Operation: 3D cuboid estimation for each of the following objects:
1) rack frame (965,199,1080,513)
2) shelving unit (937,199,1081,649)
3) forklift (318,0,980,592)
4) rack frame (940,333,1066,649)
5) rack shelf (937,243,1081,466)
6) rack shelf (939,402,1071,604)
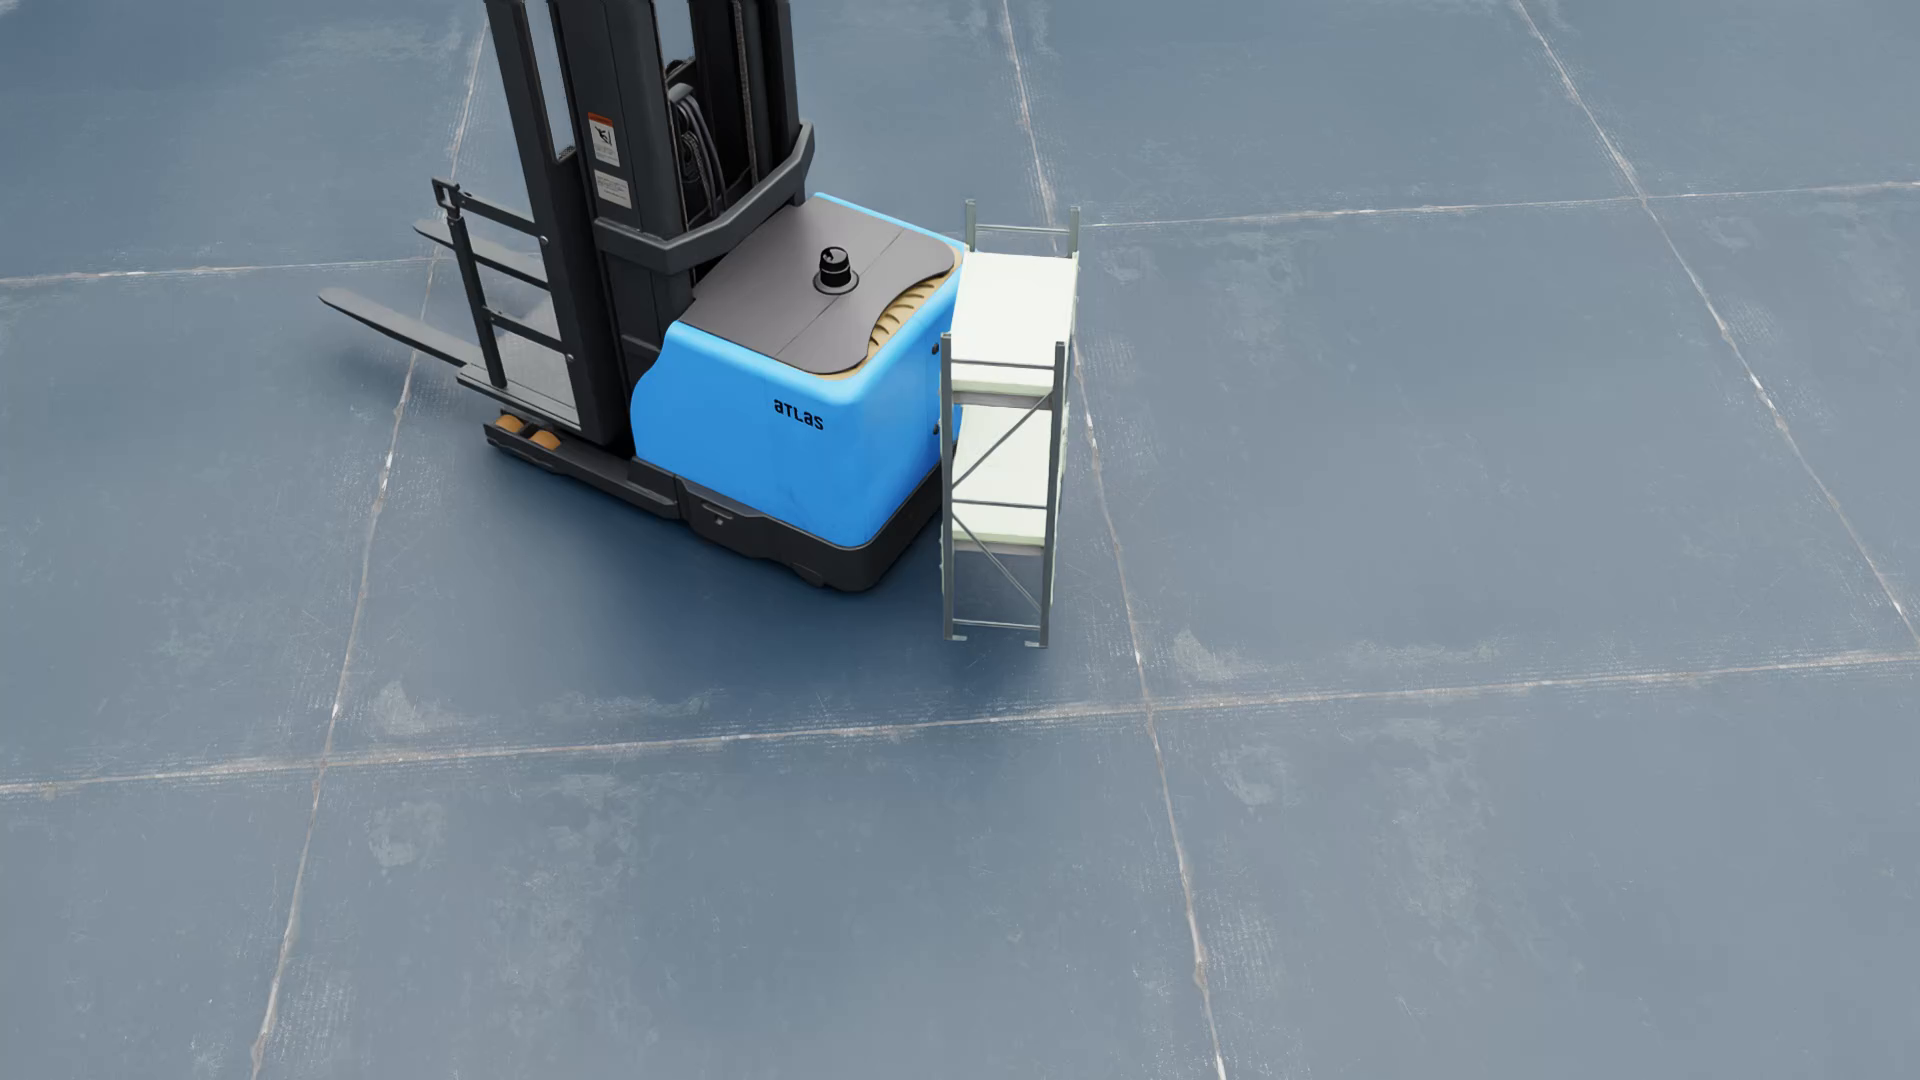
[{"bbox_3d":[0.219,-0.651,6.334,0.400,1.500,0.023,5,47,4],"label":"rack frame"},{"bbox_3d":[0.178,-0.387,6.084,0.431,1.500,0.755,5,47,4],"label":"shelving unit"},{"bbox_3d":[-1.421,-1.613,6.259,3.031,2.935,1.130,23,51,20],"label":"forklift"},{"bbox_3d":[0.137,-0.123,5.834,0.400,1.500,0.023,5,47,4],"label":"rack frame"},{"bbox_3d":[0.178,-0.656,5.800,0.431,0.370,0.720,5,47,4],"label":"rack shelf"},{"bbox_3d":[0.178,-0.163,6.320,0.431,0.370,0.720,5,47,4],"label":"rack shelf"}]
